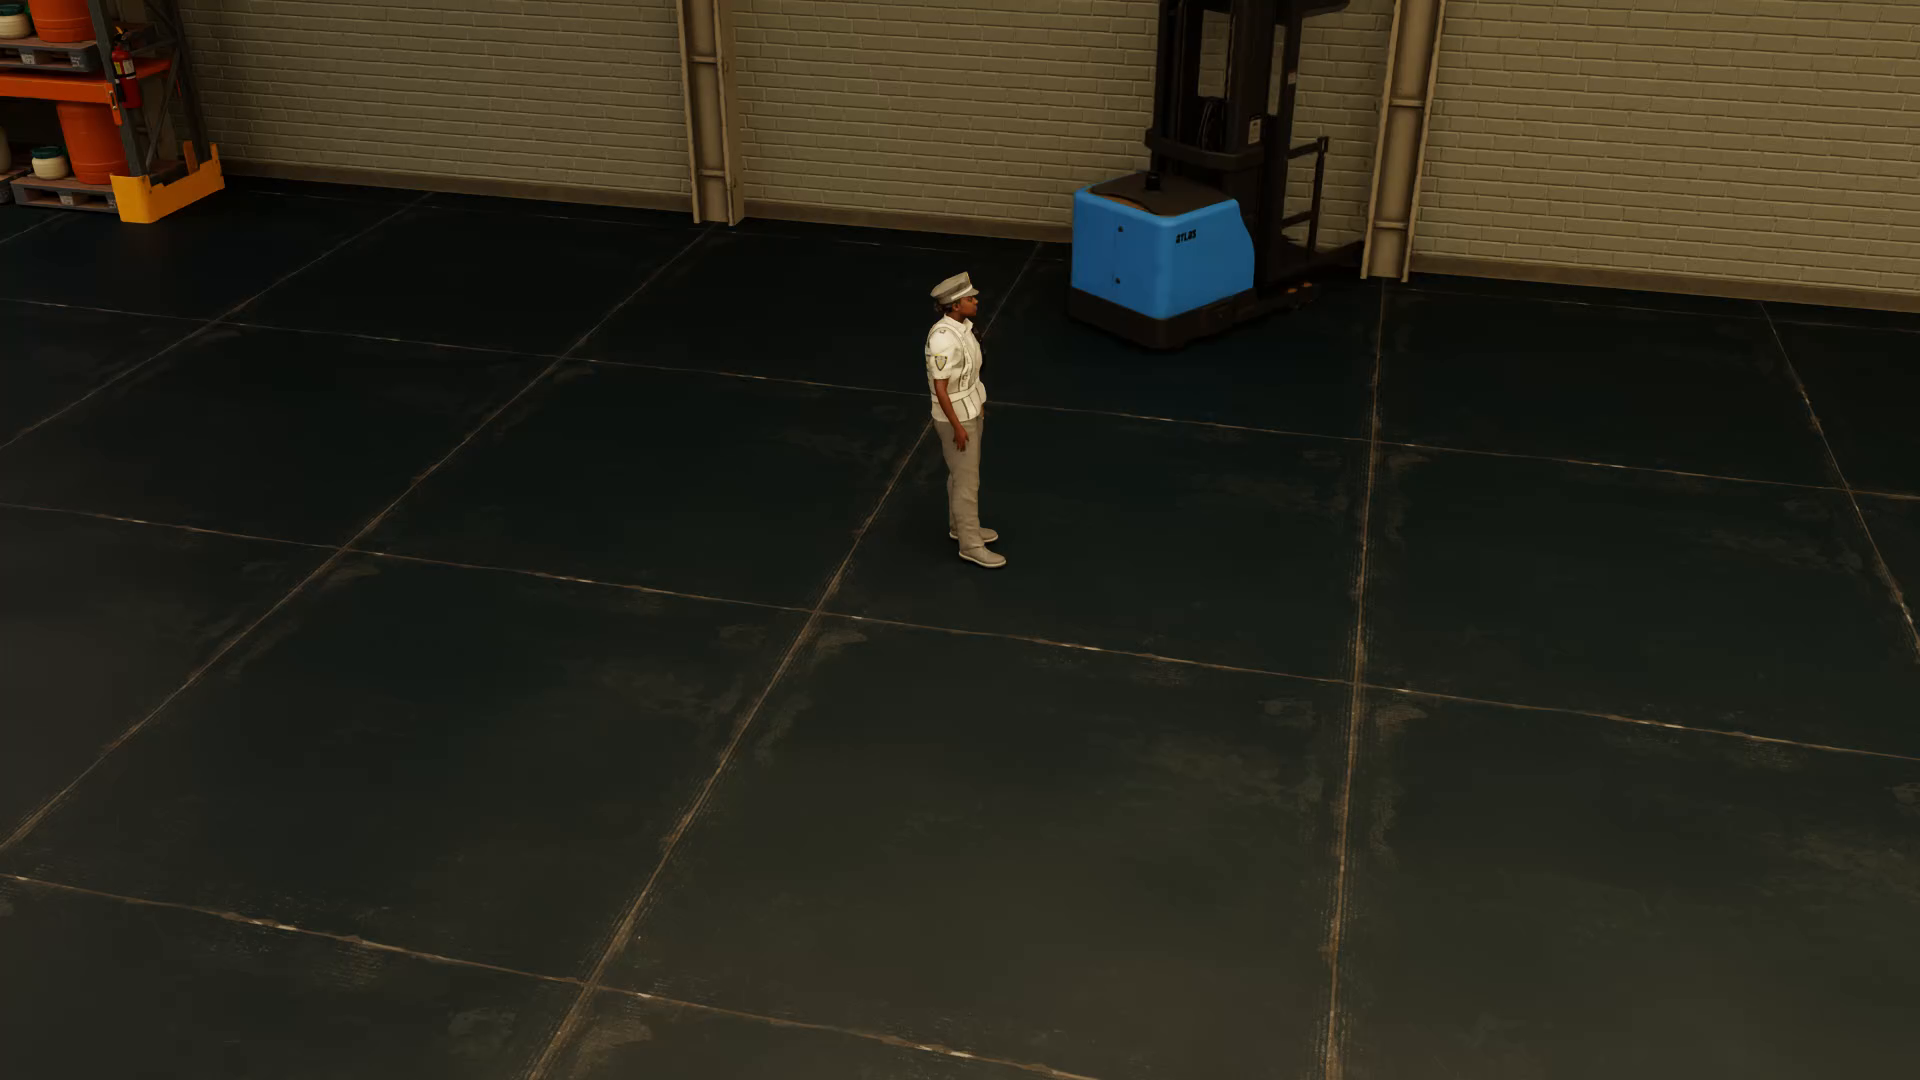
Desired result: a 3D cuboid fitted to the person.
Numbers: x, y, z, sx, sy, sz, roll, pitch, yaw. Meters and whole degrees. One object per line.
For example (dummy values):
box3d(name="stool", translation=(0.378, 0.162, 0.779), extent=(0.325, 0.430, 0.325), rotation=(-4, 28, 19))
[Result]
box3d(name="person", translation=(0.068, -0.725, 9.690), extent=(0.530, 1.694, 0.569), rotation=(7, 30, 12))

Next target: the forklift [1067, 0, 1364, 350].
box3d(name="forklift", translation=(2.292, -3.313, 13.017), extent=(3.031, 2.935, 1.130), rotation=(-23, 37, -35))
